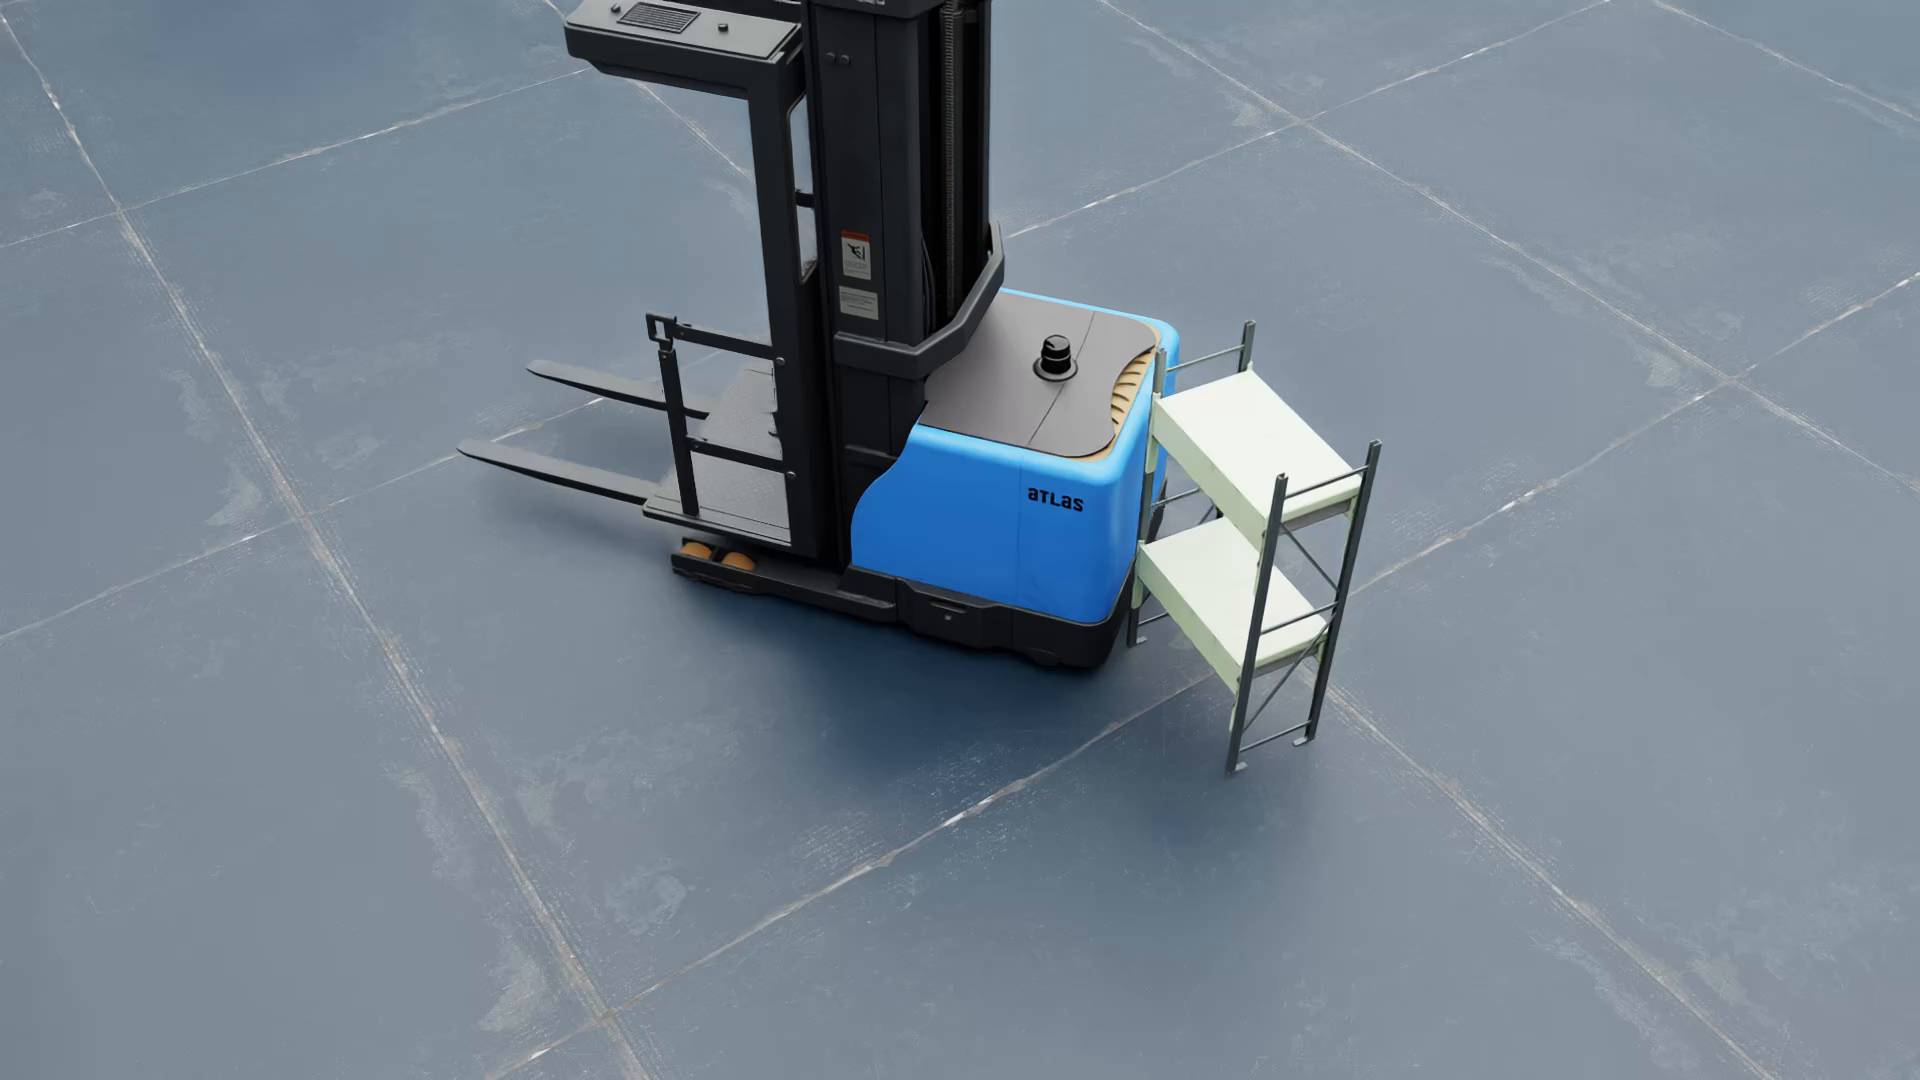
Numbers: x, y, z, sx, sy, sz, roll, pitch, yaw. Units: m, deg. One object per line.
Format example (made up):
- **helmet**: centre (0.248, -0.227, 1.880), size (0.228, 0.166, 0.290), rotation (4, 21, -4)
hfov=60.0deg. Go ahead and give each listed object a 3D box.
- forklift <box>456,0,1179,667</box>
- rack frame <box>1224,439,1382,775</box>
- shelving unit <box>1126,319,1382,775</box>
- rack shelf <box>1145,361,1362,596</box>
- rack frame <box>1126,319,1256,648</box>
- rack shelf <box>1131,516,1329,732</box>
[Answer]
- **forklift**: centre (-0.690, -1.172, 6.346), size (3.031, 2.935, 1.130), rotation (14, 45, 14)
- **rack frame**: centre (1.189, 0.282, 5.860), size (0.400, 1.500, 0.023), rotation (-19, 47, -19)
- **shelving unit**: centre (1.025, 0.055, 6.097), size (0.431, 1.500, 0.755), rotation (-19, 47, -19)
- **rack shelf**: centre (1.025, -0.227, 5.827), size (0.431, 0.370, 0.720), rotation (-19, 47, -19)
- **rack frame**: centre (0.862, -0.171, 6.334), size (0.400, 1.500, 0.023), rotation (-19, 47, -19)
- **rack shelf**: centre (1.025, 0.291, 6.322), size (0.431, 0.370, 0.720), rotation (-19, 47, -19)
